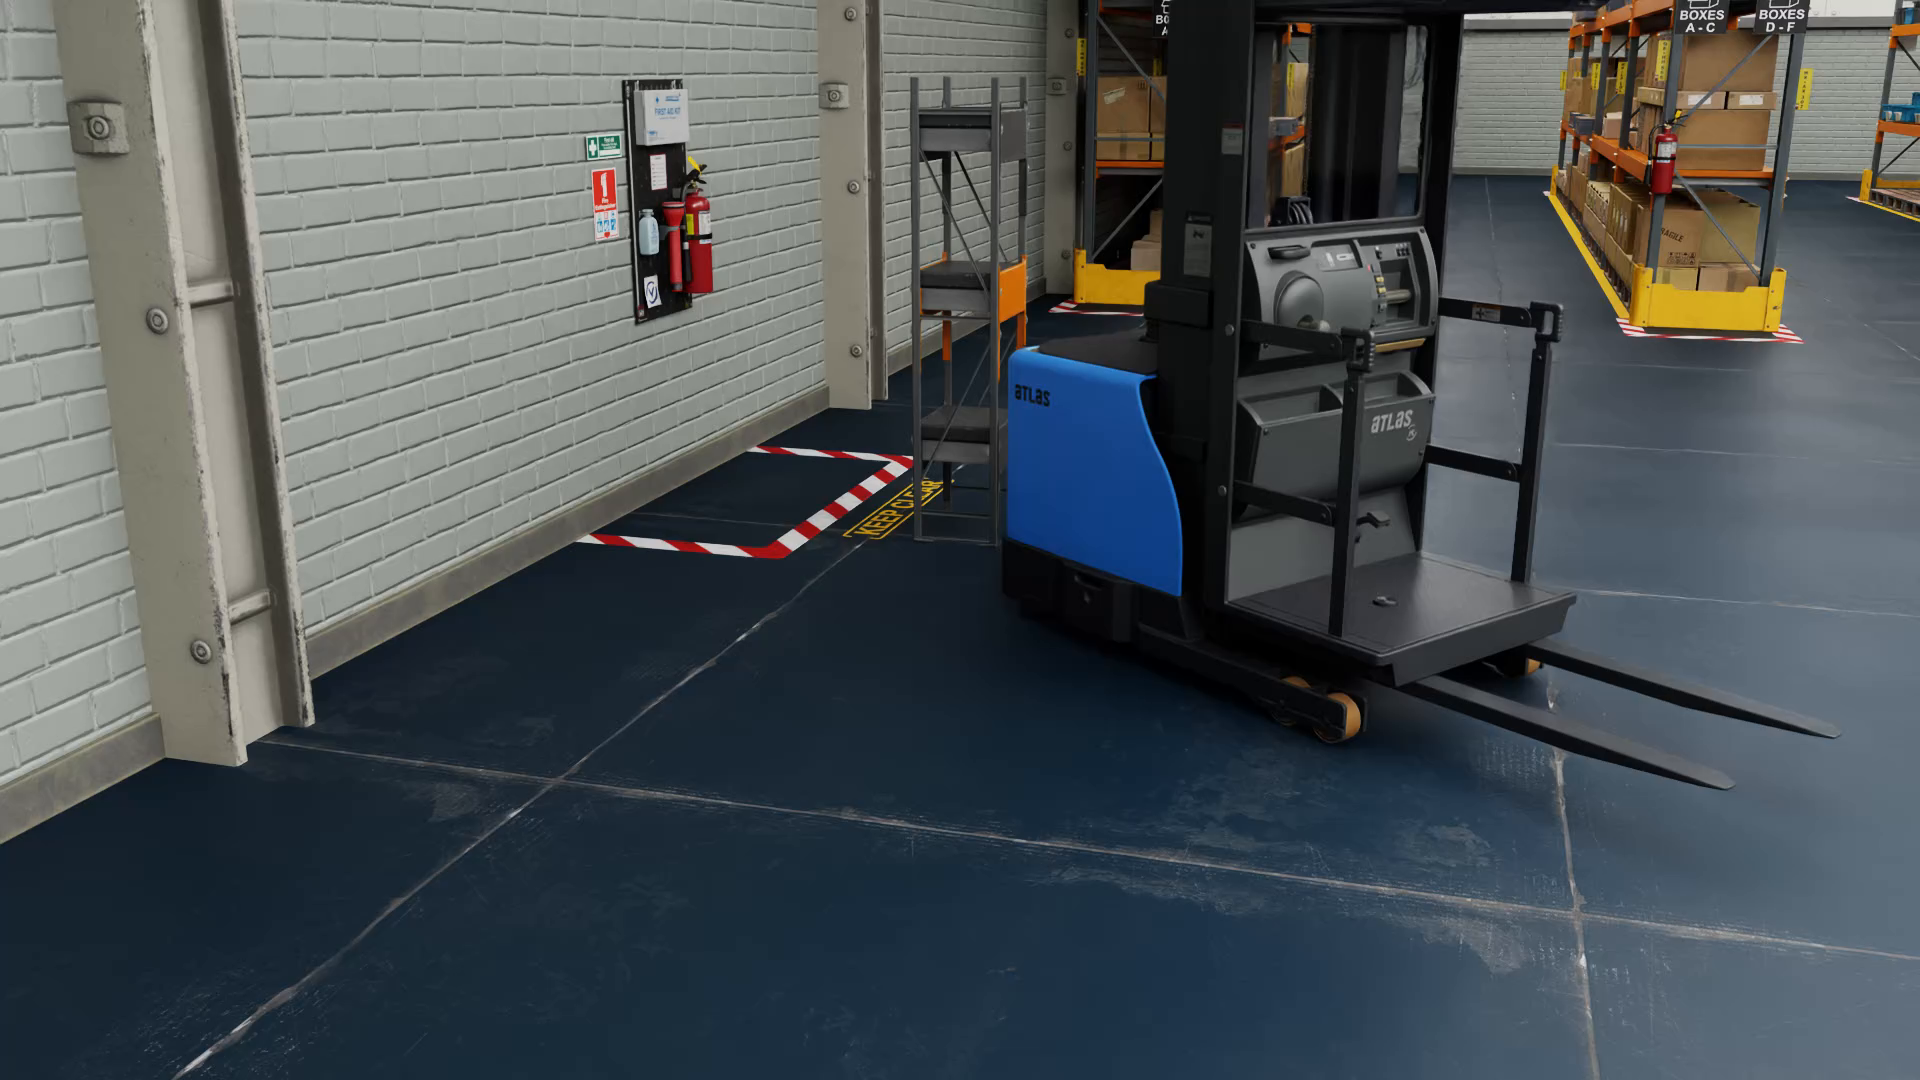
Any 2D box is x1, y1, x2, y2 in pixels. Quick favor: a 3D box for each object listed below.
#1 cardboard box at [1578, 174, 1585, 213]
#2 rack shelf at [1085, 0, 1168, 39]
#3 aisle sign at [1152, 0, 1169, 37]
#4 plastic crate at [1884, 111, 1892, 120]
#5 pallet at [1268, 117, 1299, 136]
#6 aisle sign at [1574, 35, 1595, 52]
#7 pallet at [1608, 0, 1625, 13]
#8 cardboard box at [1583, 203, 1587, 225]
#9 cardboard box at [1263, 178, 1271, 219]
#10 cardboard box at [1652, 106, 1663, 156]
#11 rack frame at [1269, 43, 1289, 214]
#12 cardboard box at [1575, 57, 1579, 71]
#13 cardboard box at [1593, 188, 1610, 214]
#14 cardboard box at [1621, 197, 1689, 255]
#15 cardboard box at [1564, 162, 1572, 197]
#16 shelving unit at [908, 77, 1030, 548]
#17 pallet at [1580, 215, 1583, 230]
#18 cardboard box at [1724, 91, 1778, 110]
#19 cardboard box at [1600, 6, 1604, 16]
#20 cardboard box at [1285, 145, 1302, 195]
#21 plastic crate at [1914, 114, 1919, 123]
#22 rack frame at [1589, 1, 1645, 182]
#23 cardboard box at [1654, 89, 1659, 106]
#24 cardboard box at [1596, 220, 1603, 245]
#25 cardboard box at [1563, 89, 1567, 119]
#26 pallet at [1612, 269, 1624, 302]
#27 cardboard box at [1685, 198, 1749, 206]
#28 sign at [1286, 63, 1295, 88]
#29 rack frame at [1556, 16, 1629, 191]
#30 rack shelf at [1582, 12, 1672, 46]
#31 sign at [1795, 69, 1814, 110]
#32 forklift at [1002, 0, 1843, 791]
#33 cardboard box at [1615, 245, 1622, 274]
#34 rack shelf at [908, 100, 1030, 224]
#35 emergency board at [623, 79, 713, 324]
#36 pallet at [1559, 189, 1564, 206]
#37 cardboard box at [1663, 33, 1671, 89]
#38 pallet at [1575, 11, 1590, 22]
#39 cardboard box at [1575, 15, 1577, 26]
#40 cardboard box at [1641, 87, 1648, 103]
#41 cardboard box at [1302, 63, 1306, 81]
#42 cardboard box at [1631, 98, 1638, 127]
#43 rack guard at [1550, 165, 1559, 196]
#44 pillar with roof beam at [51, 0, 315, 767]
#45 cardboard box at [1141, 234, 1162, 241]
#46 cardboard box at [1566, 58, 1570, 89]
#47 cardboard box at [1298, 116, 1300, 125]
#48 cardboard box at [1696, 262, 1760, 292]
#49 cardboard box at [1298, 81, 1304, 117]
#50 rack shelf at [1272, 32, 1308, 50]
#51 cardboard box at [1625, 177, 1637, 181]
[{"bbox_3d":[8.862,-4.792,23.003,0.500,0.500,0.500,4,16,14],"label":"cardboard box"},{"bbox_3d":[2.218,-5.295,16.823,1.077,0.370,4.000,5,16,16],"label":"rack shelf"},{"bbox_3d":[1.917,-4.884,14.786,0.394,0.787,0.004,5,16,16],"label":"aisle sign"},{"bbox_3d":[15.139,-6.878,26.956,0.250,0.136,0.298,5,16,16],"label":"plastic crate"},{"bbox_3d":[3.823,-5.481,22.008,1.213,0.211,1.003,5,16,16],"label":"pallet"},{"bbox_3d":[10.685,-8.769,28.485,0.394,0.787,0.004,5,16,16],"label":"aisle sign"},{"bbox_3d":[8.566,-6.553,20.284,1.213,0.211,1.003,5,17,18],"label":"pallet"},{"bbox_3d":[8.243,-4.150,21.233,0.500,0.250,0.500,5,16,16],"label":"cardboard box"},{"bbox_3d":[3.769,-4.585,22.271,0.700,0.500,0.500,5,17,17],"label":"cardboard box"},{"bbox_3d":[6.982,-3.866,15.781,0.700,0.500,0.500,5,17,18],"label":"cardboard box"},{"bbox_3d":[3.923,-5.768,22.668,1.000,3.000,0.127,5,16,16],"label":"rack frame"},{"bbox_3d":[9.849,-7.247,25.867,0.500,0.500,0.500,4,16,15],"label":"cardboard box"},{"bbox_3d":[7.809,-4.014,19.725,0.500,0.311,0.500,4,16,15],"label":"cardboard box"},{"bbox_3d":[6.537,-2.958,15.656,0.500,0.500,0.500,5,16,16],"label":"cardboard box"},{"bbox_3d":[9.700,-5.612,25.891,0.500,0.500,0.500,5,16,16],"label":"cardboard box"},{"bbox_3d":[0.047,-1.053,7.696,0.431,2.100,0.503,5,16,16],"label":"shelving unit"},{"bbox_3d":[8.922,-4.236,22.376,1.003,0.211,1.213,5,16,16],"label":"pallet"},{"bbox_3d":[6.718,-3.738,14.139,0.380,0.149,0.250,5,16,15],"label":"cardboard box"},{"bbox_3d":[8.910,-7.126,21.777,0.910,0.500,0.500,5,16,16],"label":"cardboard box"},{"bbox_3d":[4.750,-5.569,25.138,0.750,0.750,0.750,5,17,18],"label":"cardboard box"},{"bbox_3d":[14.765,-6.427,25.365,0.293,0.136,0.466,5,16,16],"label":"plastic crate"},{"bbox_3d":[8.674,-5.385,21.317,1.000,3.000,0.127,5,16,16],"label":"rack frame"},{"bbox_3d":[6.765,-4.173,15.672,0.380,0.149,0.250,4,16,15],"label":"cardboard box"},{"bbox_3d":[7.522,-3.481,18.874,0.500,0.250,0.500,4,16,15],"label":"cardboard box"},{"bbox_3d":[10.568,-7.430,28.346,0.500,0.500,0.500,5,17,17],"label":"cardboard box"},{"bbox_3d":[6.926,-2.472,16.157,1.003,0.211,1.213,5,16,16],"label":"pallet"},{"bbox_3d":[7.036,-2.918,15.514,0.500,0.500,0.500,5,16,16],"label":"cardboard box"},{"bbox_3d":[4.446,-6.247,22.382,0.100,0.325,0.005,5,16,16],"label":"sign"},{"bbox_3d":[10.947,-7.478,28.697,1.000,3.000,0.127,5,16,16],"label":"rack frame"},{"bbox_3d":[9.242,-7.005,22.851,1.077,0.370,4.000,5,16,16],"label":"rack shelf"},{"bbox_3d":[6.931,-3.702,13.652,0.100,0.325,0.005,5,16,16],"label":"sign"},{"bbox_3d":[1.464,-0.892,5.603,1.130,2.935,3.031,-12,20,-36],"label":"forklift"},{"bbox_3d":[6.684,-2.728,16.219,0.500,0.250,0.500,5,16,16],"label":"cardboard box"},{"bbox_3d":[0.047,-1.714,7.508,0.431,0.518,0.480,5,16,16],"label":"rack shelf"},{"bbox_3d":[-1.425,-1.712,8.368,0.194,1.169,0.643,5,16,16],"label":"emergency board"},{"bbox_3d":[10.351,-5.590,27.150,1.003,0.211,1.213,5,16,16],"label":"pallet"},{"bbox_3d":[6.847,-4.369,15.175,0.700,0.500,0.500,5,16,16],"label":"cardboard box"},{"bbox_3d":[9.558,-7.619,24.041,1.213,0.211,1.003,5,16,16],"label":"pallet"},{"bbox_3d":[10.262,-8.473,26.984,0.500,0.250,0.500,5,16,16],"label":"cardboard box"},{"bbox_3d":[7.132,-4.510,16.861,0.380,0.149,0.250,4,16,14],"label":"cardboard box"},{"bbox_3d":[4.873,-6.968,24.758,0.500,0.250,0.500,5,17,17],"label":"cardboard box"},{"bbox_3d":[8.063,-4.855,19.266,0.500,0.500,0.500,5,16,16],"label":"cardboard box"},{"bbox_3d":[10.925,-6.255,28.968,1.175,0.500,0.348,5,16,16],"label":"rack guard"},{"bbox_3d":[1.737,-3.338,3.107,9.100,9.000,0.400,5,16,16],"label":"pillar with roof beam"},{"bbox_3d":[2.095,-2.916,16.736,0.500,0.311,0.500,6,17,20],"label":"cardboard box"},{"bbox_3d":[10.568,-7.911,28.209,0.500,0.500,0.500,5,17,18],"label":"cardboard box"},{"bbox_3d":[4.917,-6.328,25.067,0.380,0.149,0.250,5,16,16],"label":"cardboard box"},{"bbox_3d":[6.766,-2.294,14.690,0.500,0.250,0.500,5,16,16],"label":"cardboard box"},{"bbox_3d":[4.747,-6.479,24.410,0.500,0.500,0.500,5,17,17],"label":"cardboard box"},{"bbox_3d":[5.628,-8.435,27.892,1.077,0.370,4.000,5,16,16],"label":"rack shelf"},{"bbox_3d":[9.220,-4.628,22.425,0.500,0.500,0.500,4,16,14],"label":"cardboard box"}]
